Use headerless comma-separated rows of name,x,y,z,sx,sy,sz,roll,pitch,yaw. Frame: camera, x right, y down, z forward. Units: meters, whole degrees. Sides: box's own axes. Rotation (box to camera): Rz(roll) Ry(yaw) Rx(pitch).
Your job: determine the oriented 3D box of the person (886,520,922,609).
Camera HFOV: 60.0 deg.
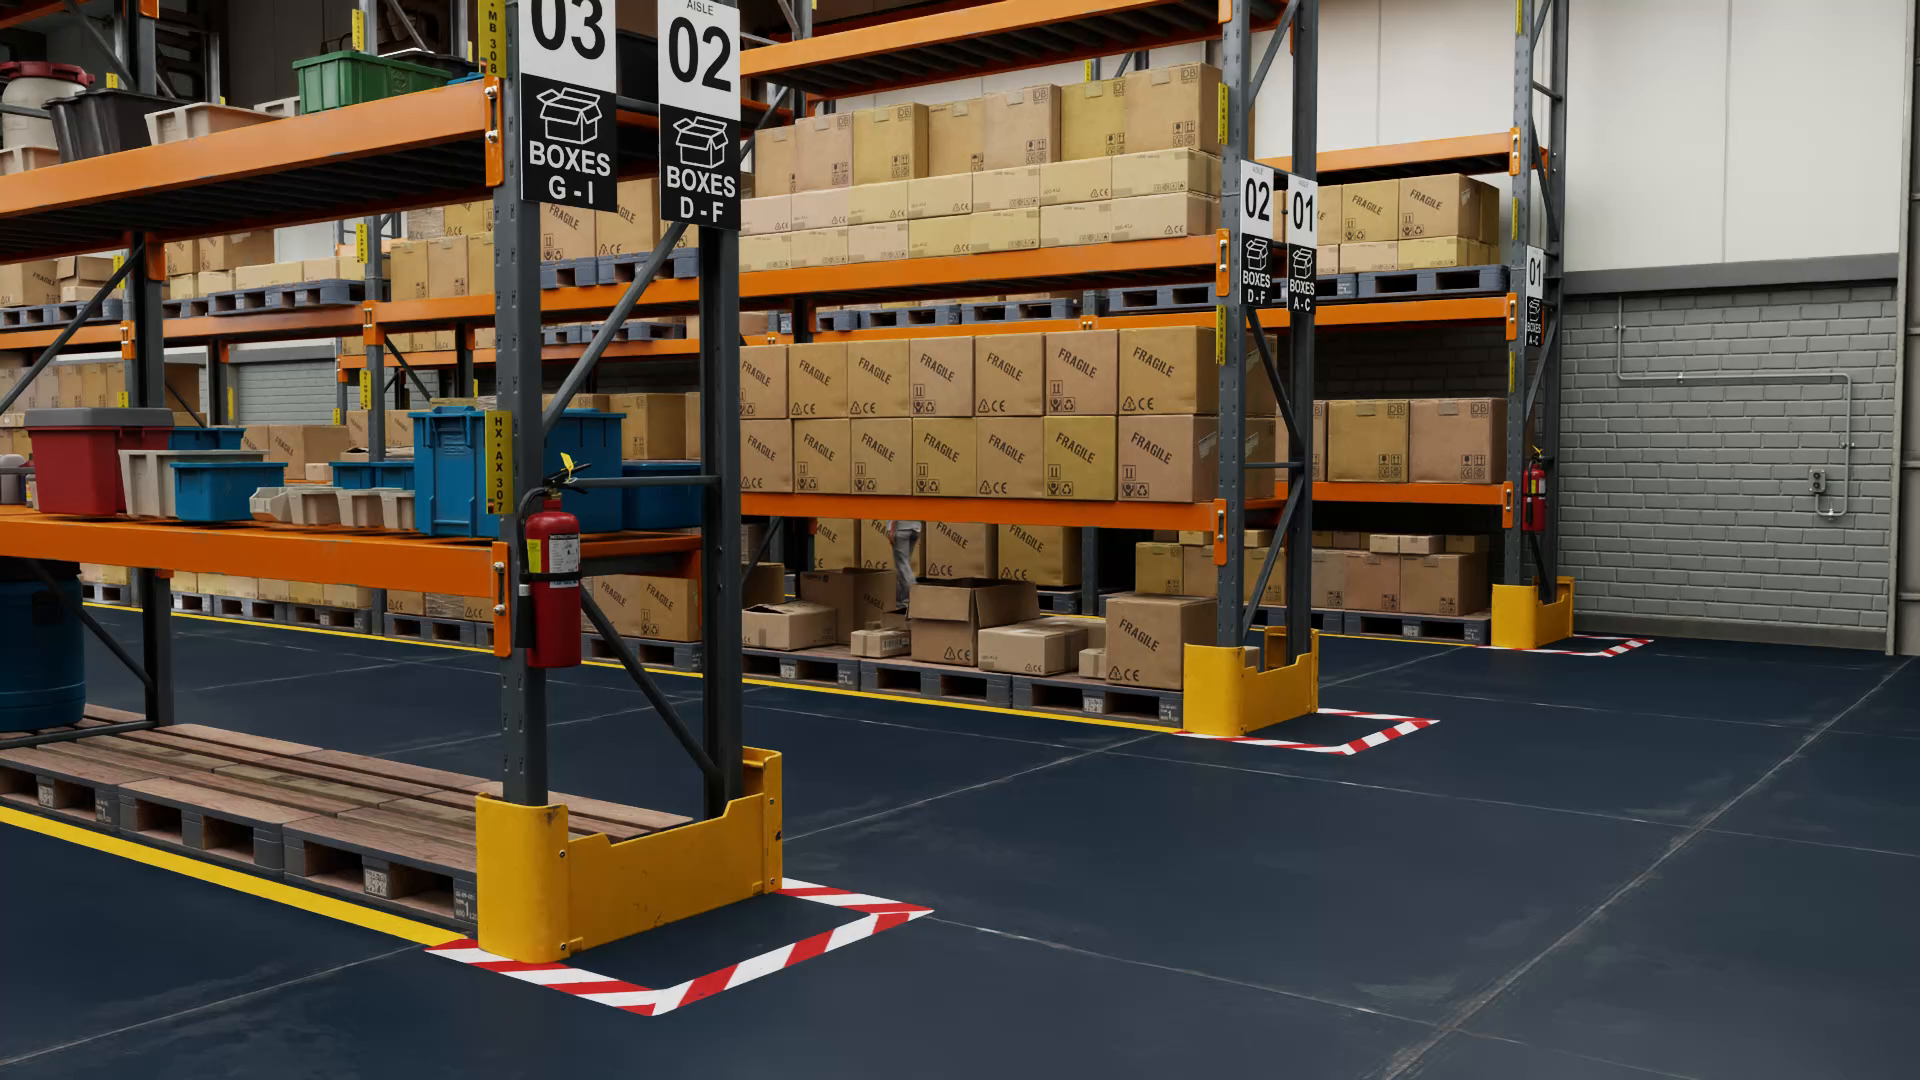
person,-0.562,-0.079,15.723,0.531,1.603,0.413,3,4,38
